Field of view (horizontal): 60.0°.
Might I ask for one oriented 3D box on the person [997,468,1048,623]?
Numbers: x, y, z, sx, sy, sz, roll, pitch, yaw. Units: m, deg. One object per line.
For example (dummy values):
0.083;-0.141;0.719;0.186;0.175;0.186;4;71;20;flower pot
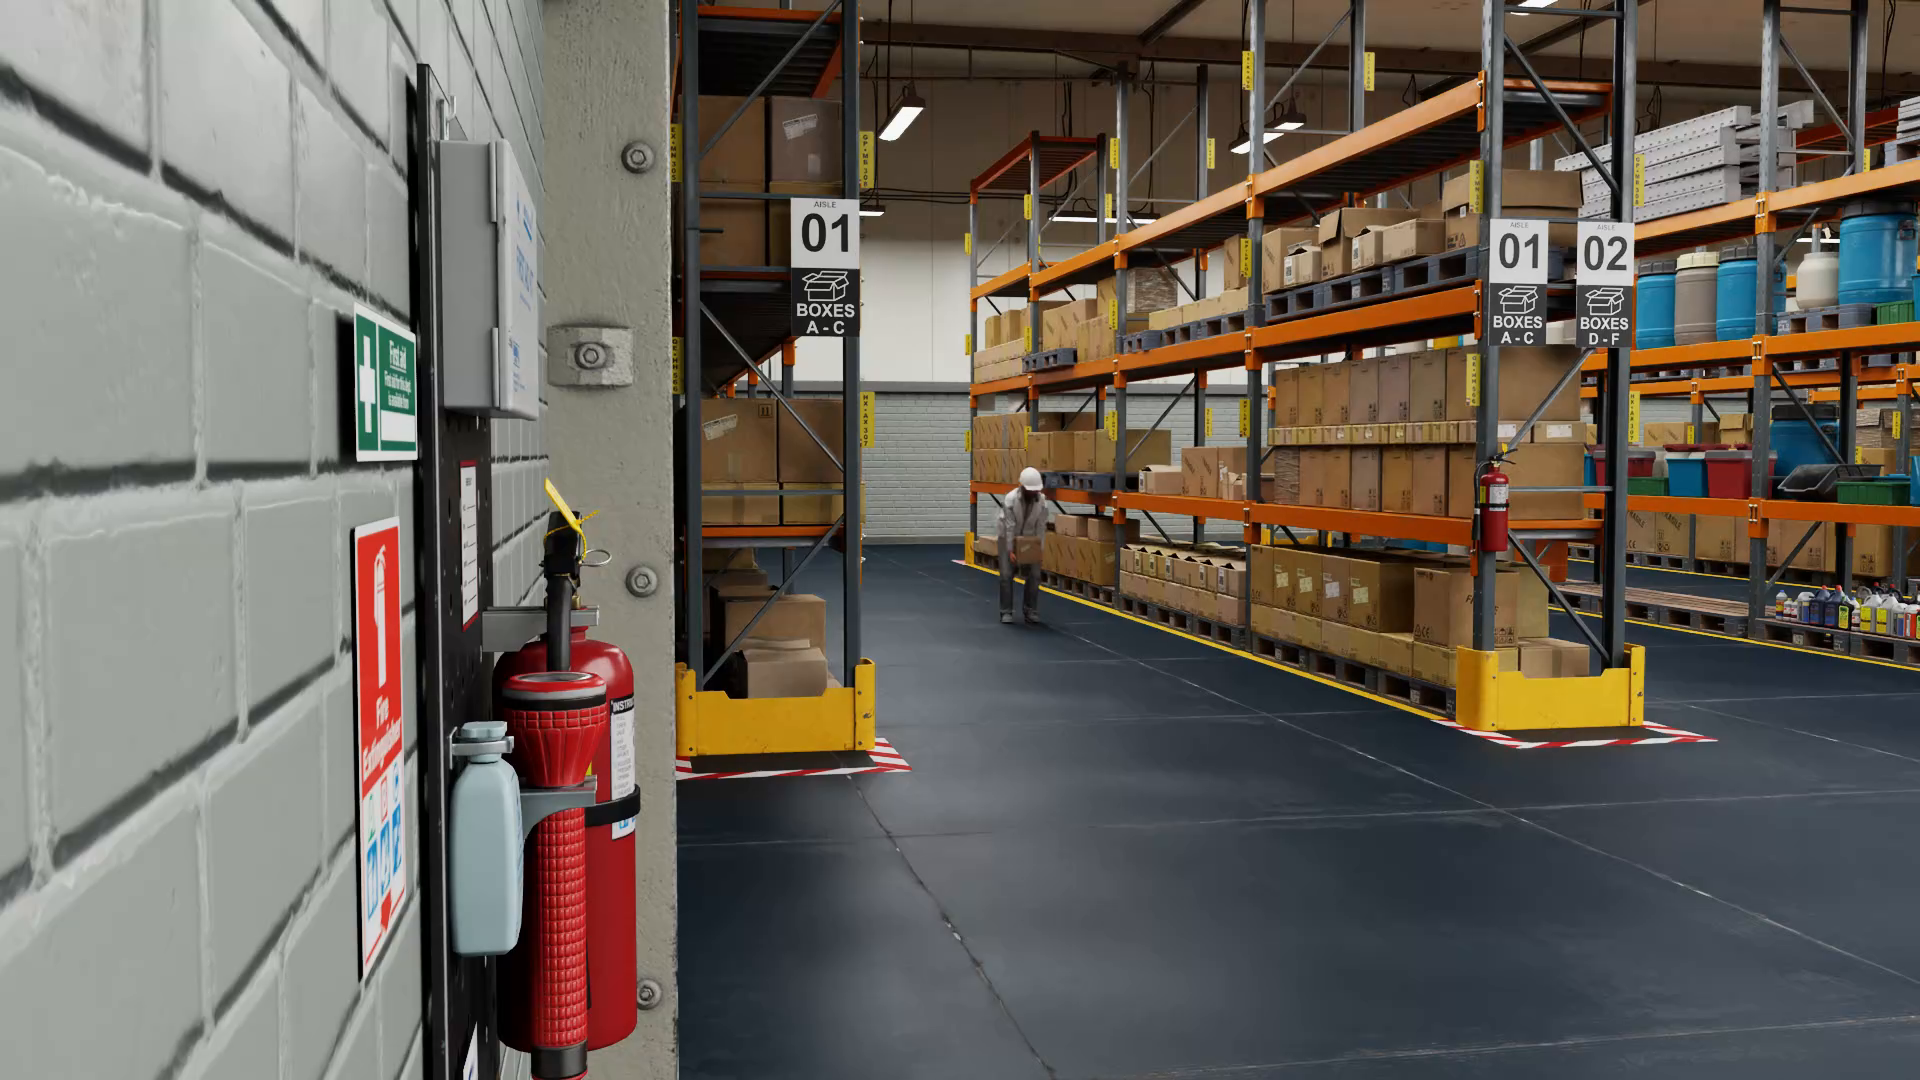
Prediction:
0.652;0.060;16.932;0.467;1.597;0.794;-1;3;-13;person
